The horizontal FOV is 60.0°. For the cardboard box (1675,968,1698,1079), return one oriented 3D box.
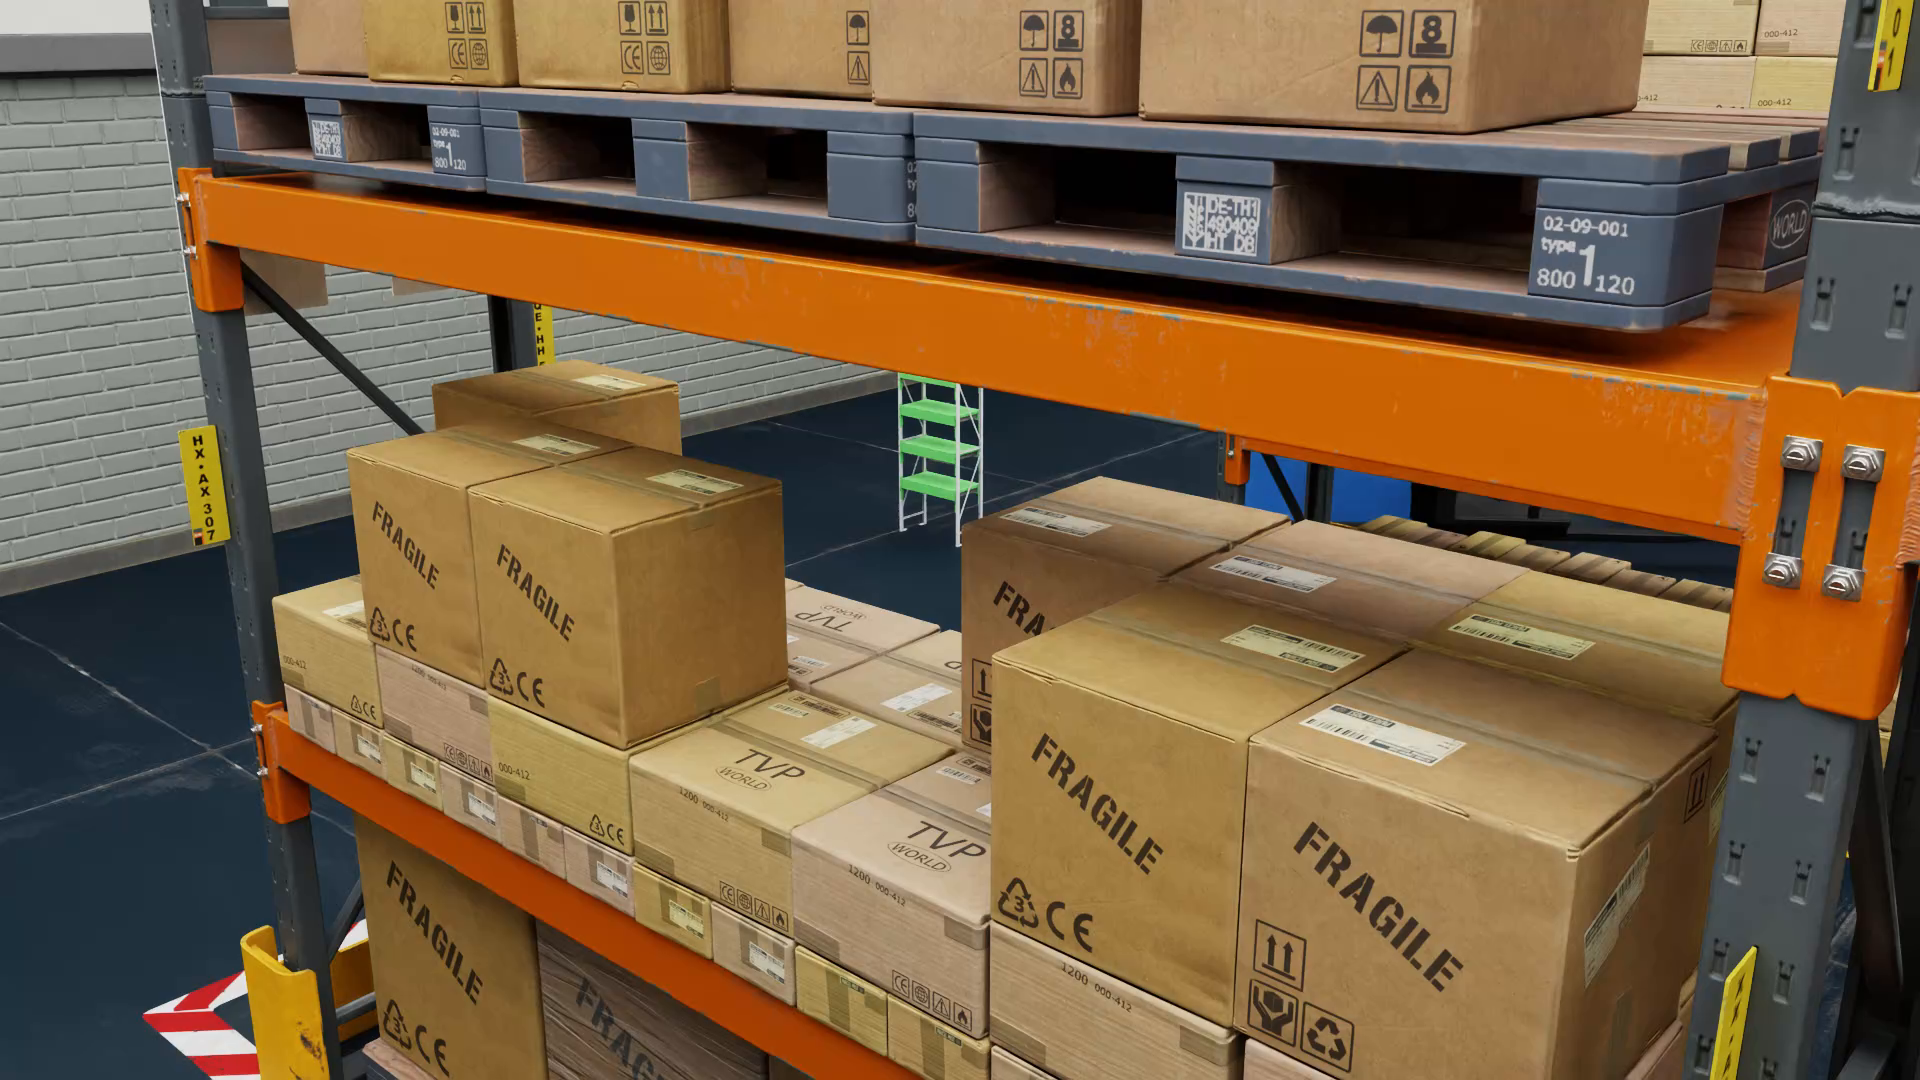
[{"bbox_3d":[1.117,0.757,3.023,0.500,0.250,0.500,15,23,38],"label":"cardboard box"}]

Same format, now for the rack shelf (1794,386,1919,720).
[{"bbox_3d":[2.791,0.296,0.951,4.000,0.370,1.077,15,23,39],"label":"rack shelf"}]

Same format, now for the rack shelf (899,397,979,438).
[{"bbox_3d":[-0.124,-0.773,10.482,0.480,0.148,0.258,15,23,39],"label":"rack shelf"}]

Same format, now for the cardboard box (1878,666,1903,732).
[{"bbox_3d":[3.815,0.651,6.636,0.250,0.149,0.380,15,23,39],"label":"cardboard box"}]

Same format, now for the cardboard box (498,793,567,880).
[{"bbox_3d":[-0.881,0.650,4.021,0.250,0.149,0.380,14,23,38],"label":"cardboard box"}]

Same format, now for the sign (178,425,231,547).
[{"bbox_3d":[-2.070,-0.148,4.557,0.005,0.325,0.100,15,23,39],"label":"sign"}]

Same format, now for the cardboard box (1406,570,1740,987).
[{"bbox_3d":[1.106,0.400,2.911,0.500,0.500,0.500,15,23,39],"label":"cardboard box"}]

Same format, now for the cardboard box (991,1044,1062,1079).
[{"bbox_3d":[0.272,0.959,3.046,0.250,0.149,0.380,16,23,40],"label":"cardboard box"}]

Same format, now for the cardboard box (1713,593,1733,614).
[{"bbox_3d":[3.549,0.377,7.499,0.250,0.149,0.380,14,22,37],"label":"cardboard box"}]

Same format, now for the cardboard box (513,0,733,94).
[{"bbox_3d":[-0.513,-1.222,3.519,0.500,0.500,0.700,13,22,36],"label":"cardboard box"}]

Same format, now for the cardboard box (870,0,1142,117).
[{"bbox_3d":[0.270,-0.996,2.809,0.500,0.500,0.700,17,24,42],"label":"cardboard box"}]

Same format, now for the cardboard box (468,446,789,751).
[{"bbox_3d":[-0.752,0.111,3.820,0.500,0.500,0.500,14,23,38],"label":"cardboard box"}]

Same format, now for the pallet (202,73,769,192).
[{"bbox_3d":[-1.135,-1.063,4.189,1.213,0.211,1.003,15,23,39],"label":"pallet"}]

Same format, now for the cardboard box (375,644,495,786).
[{"bbox_3d":[-1.124,0.368,4.249,0.500,0.250,0.500,15,23,39],"label":"cardboard box"}]

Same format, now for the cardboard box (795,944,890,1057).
[{"bbox_3d":[-0.112,0.856,3.371,0.250,0.149,0.380,15,23,38],"label":"cardboard box"}]

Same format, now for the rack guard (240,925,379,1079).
[{"bbox_3d":[-1.715,1.365,5.485,0.348,0.500,1.175,15,23,39],"label":"rack guard"}]

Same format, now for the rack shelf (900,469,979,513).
[{"bbox_3d":[-0.124,-0.315,10.627,0.480,0.148,0.258,15,23,39],"label":"rack shelf"}]

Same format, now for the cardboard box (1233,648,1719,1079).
[{"bbox_3d":[0.773,0.522,2.525,0.500,0.500,0.500,16,24,41],"label":"cardboard box"}]

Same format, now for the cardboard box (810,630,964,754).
[{"bbox_3d":[-0.006,0.453,3.982,0.500,0.250,0.500,15,23,39],"label":"cardboard box"}]

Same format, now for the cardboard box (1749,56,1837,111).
[{"bbox_3d":[3.370,-1.721,6.365,0.500,0.250,0.500,15,23,39],"label":"cardboard box"}]

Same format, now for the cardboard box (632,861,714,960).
[{"bbox_3d":[-0.499,0.752,3.698,0.250,0.149,0.380,14,23,38],"label":"cardboard box"}]

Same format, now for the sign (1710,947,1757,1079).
[{"bbox_3d":[0.927,0.657,2.021,0.005,0.325,0.100,15,23,39],"label":"sign"}]

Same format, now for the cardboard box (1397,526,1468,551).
[{"bbox_3d":[2.385,0.064,8.487,0.250,0.149,0.380,16,23,40],"label":"cardboard box"}]

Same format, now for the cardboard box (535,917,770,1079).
[{"bbox_3d":[-0.485,1.284,4.426,0.875,0.875,0.875,15,23,39],"label":"cardboard box"}]

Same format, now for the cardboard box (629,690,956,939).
[{"bbox_3d":[-0.357,0.573,3.602,0.500,0.250,0.500,14,23,38],"label":"cardboard box"}]

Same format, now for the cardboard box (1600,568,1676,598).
[{"bbox_3d":[3.176,0.273,7.829,0.250,0.149,0.380,14,22,37],"label":"cardboard box"}]

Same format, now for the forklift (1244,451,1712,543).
[{"bbox_3d":[3.166,-1.339,9.987,3.031,2.935,1.130,1,18,5],"label":"forklift"}]

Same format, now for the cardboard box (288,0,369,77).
[{"bbox_3d":[-1.273,-1.455,4.253,0.500,0.500,0.700,13,22,36],"label":"cardboard box"}]

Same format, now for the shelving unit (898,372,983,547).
[{"bbox_3d":[-0.124,-0.605,10.535,0.503,1.200,0.258,15,23,39],"label":"shelving unit"}]

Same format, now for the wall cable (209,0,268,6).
[{"bbox_3d":[-3.639,-6.130,9.732,0.120,5.999,2.277,15,23,39],"label":"wall cable"}]

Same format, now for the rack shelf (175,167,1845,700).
[{"bbox_3d":[-0.201,-0.507,3.481,4.000,0.370,1.077,15,23,39],"label":"rack shelf"}]

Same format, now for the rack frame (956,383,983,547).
[{"bbox_3d":[0.059,-0.556,10.381,0.015,1.200,0.240,15,23,39],"label":"rack frame"}]

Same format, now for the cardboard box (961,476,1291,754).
[{"bbox_3d":[0.351,0.195,3.553,0.500,0.500,0.500,14,22,38],"label":"cardboard box"}]

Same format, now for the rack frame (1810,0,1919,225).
[{"bbox_3d":[1.295,-1.878,1.654,0.127,3.000,1.000,15,23,39],"label":"rack frame"}]

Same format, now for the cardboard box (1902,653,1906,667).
[{"bbox_3d":[4.154,0.530,7.018,0.250,0.149,0.380,15,23,39],"label":"cardboard box"}]

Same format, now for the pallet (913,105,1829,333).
[{"bbox_3d":[0.690,-0.573,2.646,1.213,0.211,1.003,15,23,39],"label":"pallet"}]

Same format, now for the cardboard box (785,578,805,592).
[{"bbox_3d":[-0.780,0.247,4.631,0.500,0.250,0.500,15,23,38],"label":"cardboard box"}]

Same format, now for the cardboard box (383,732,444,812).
[{"bbox_3d":[-1.266,0.546,4.347,0.250,0.149,0.380,14,23,38],"label":"cardboard box"}]

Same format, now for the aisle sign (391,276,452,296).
[{"bbox_3d":[-1.552,-1.143,4.958,0.004,0.787,0.394,15,23,39],"label":"aisle sign"}]

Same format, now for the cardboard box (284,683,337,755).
[{"bbox_3d":[-1.651,0.444,4.670,0.250,0.149,0.380,15,23,40],"label":"cardboard box"}]

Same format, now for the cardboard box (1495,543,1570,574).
[{"bbox_3d":[2.814,0.153,8.205,0.250,0.149,0.380,14,22,37],"label":"cardboard box"}]

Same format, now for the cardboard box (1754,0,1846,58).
[{"bbox_3d":[3.374,-1.963,6.301,0.500,0.250,0.500,16,24,41],"label":"cardboard box"}]

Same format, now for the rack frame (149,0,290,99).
[{"bbox_3d":[-1.697,-2.681,4.184,0.127,3.000,1.000,15,23,39],"label":"rack frame"}]

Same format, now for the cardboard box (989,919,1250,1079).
[{"bbox_3d":[0.402,0.778,2.957,0.500,0.250,0.500,16,24,41],"label":"cardboard box"}]
